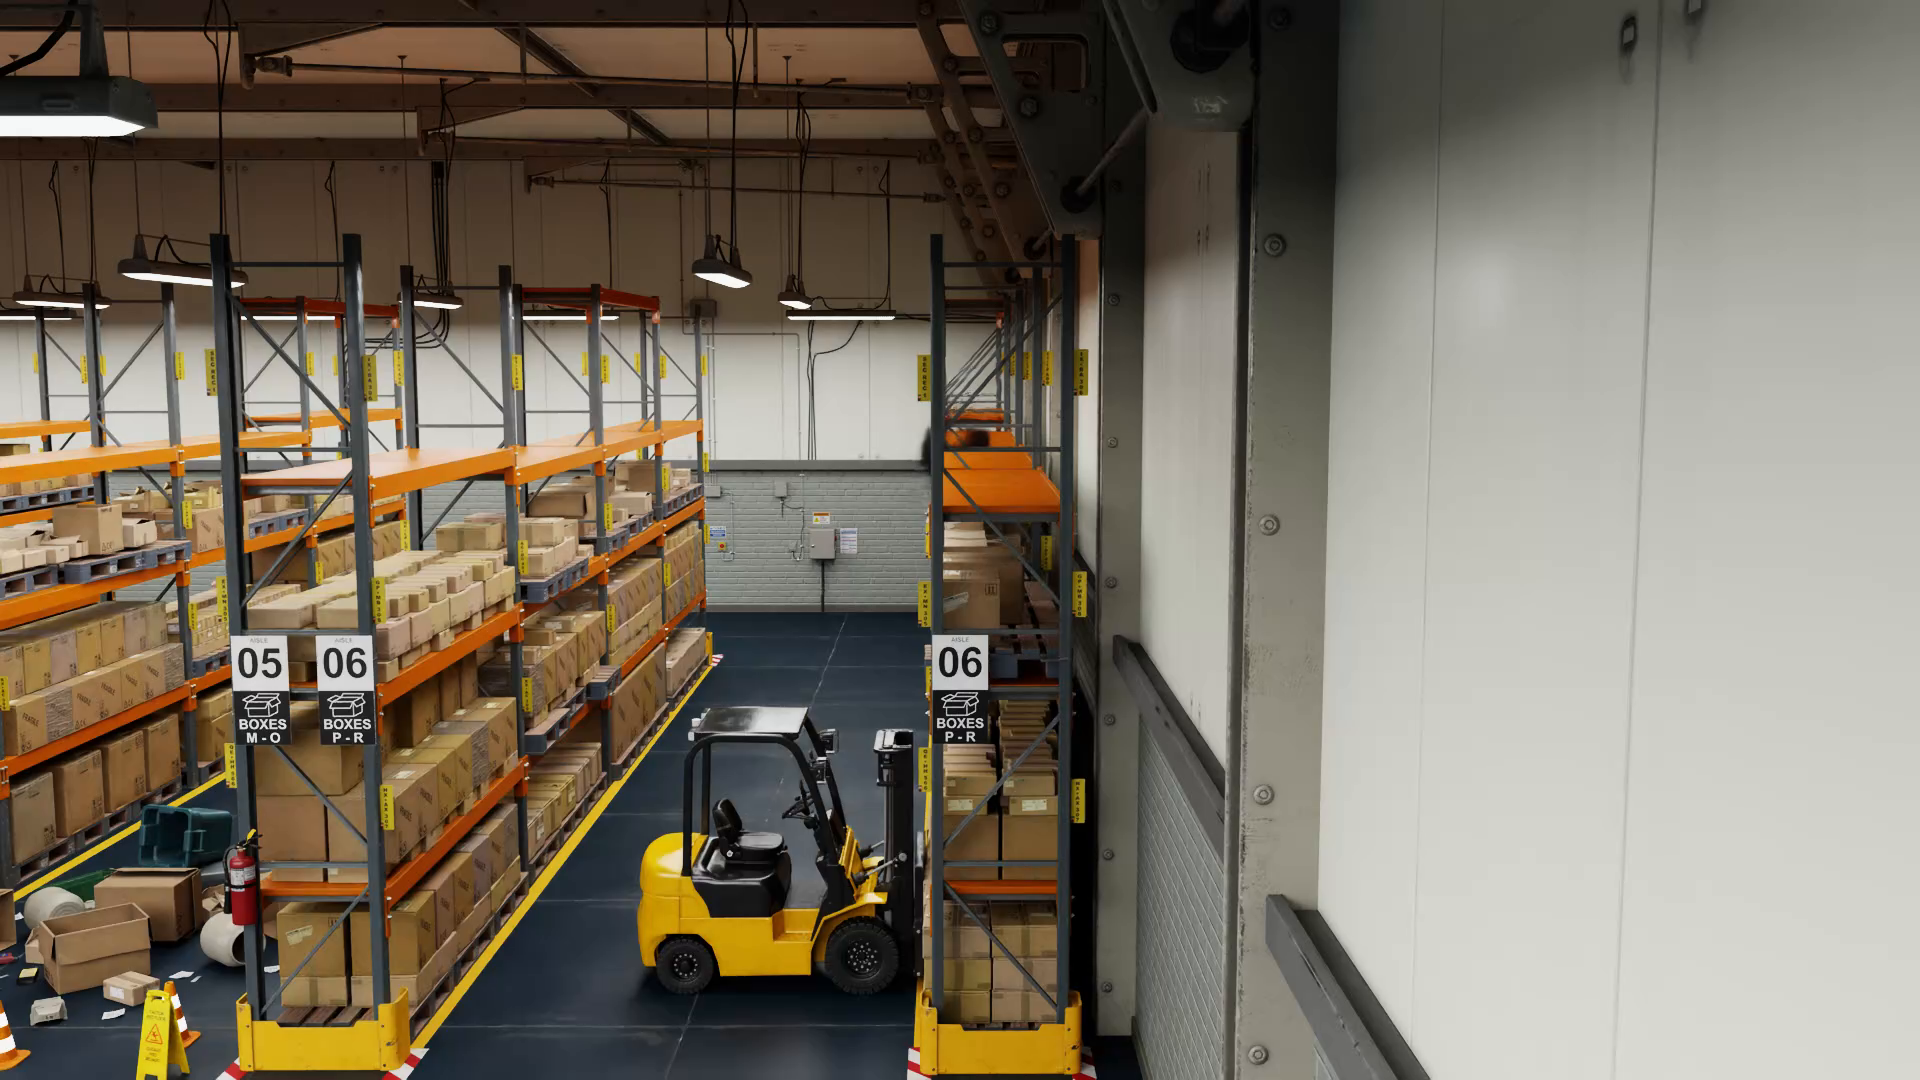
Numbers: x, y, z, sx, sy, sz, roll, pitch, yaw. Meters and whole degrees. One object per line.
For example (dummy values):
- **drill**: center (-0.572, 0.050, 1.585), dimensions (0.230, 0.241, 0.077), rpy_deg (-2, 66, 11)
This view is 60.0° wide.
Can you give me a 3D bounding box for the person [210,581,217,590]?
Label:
- **person**: center (-11.493, 1.473, 25.812), dimensions (0.665, 1.696, 0.804), rpy_deg (0, 6, -1)
